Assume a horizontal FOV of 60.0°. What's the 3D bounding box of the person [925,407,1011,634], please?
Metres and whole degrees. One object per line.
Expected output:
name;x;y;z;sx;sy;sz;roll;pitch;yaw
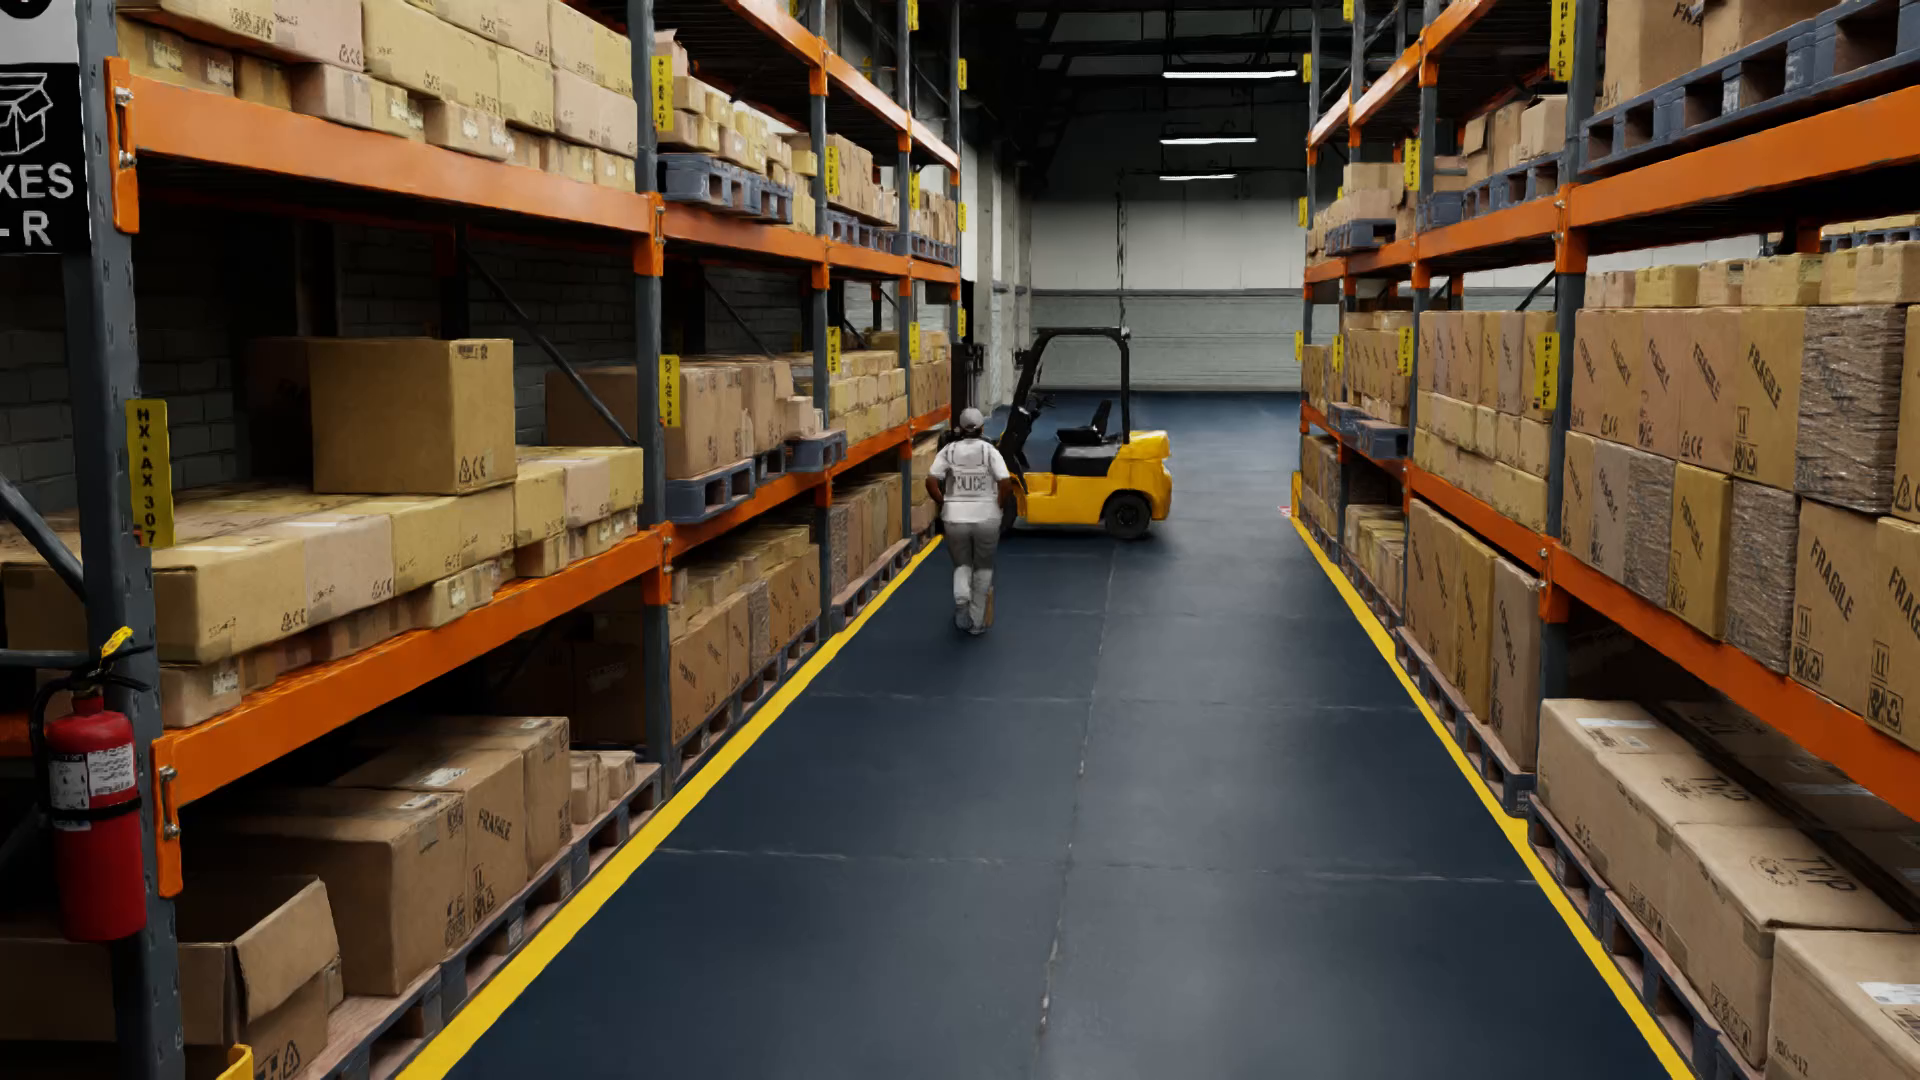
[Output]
person;0.072;-0.127;11.827;0.622;1.631;0.563;1;8;10
